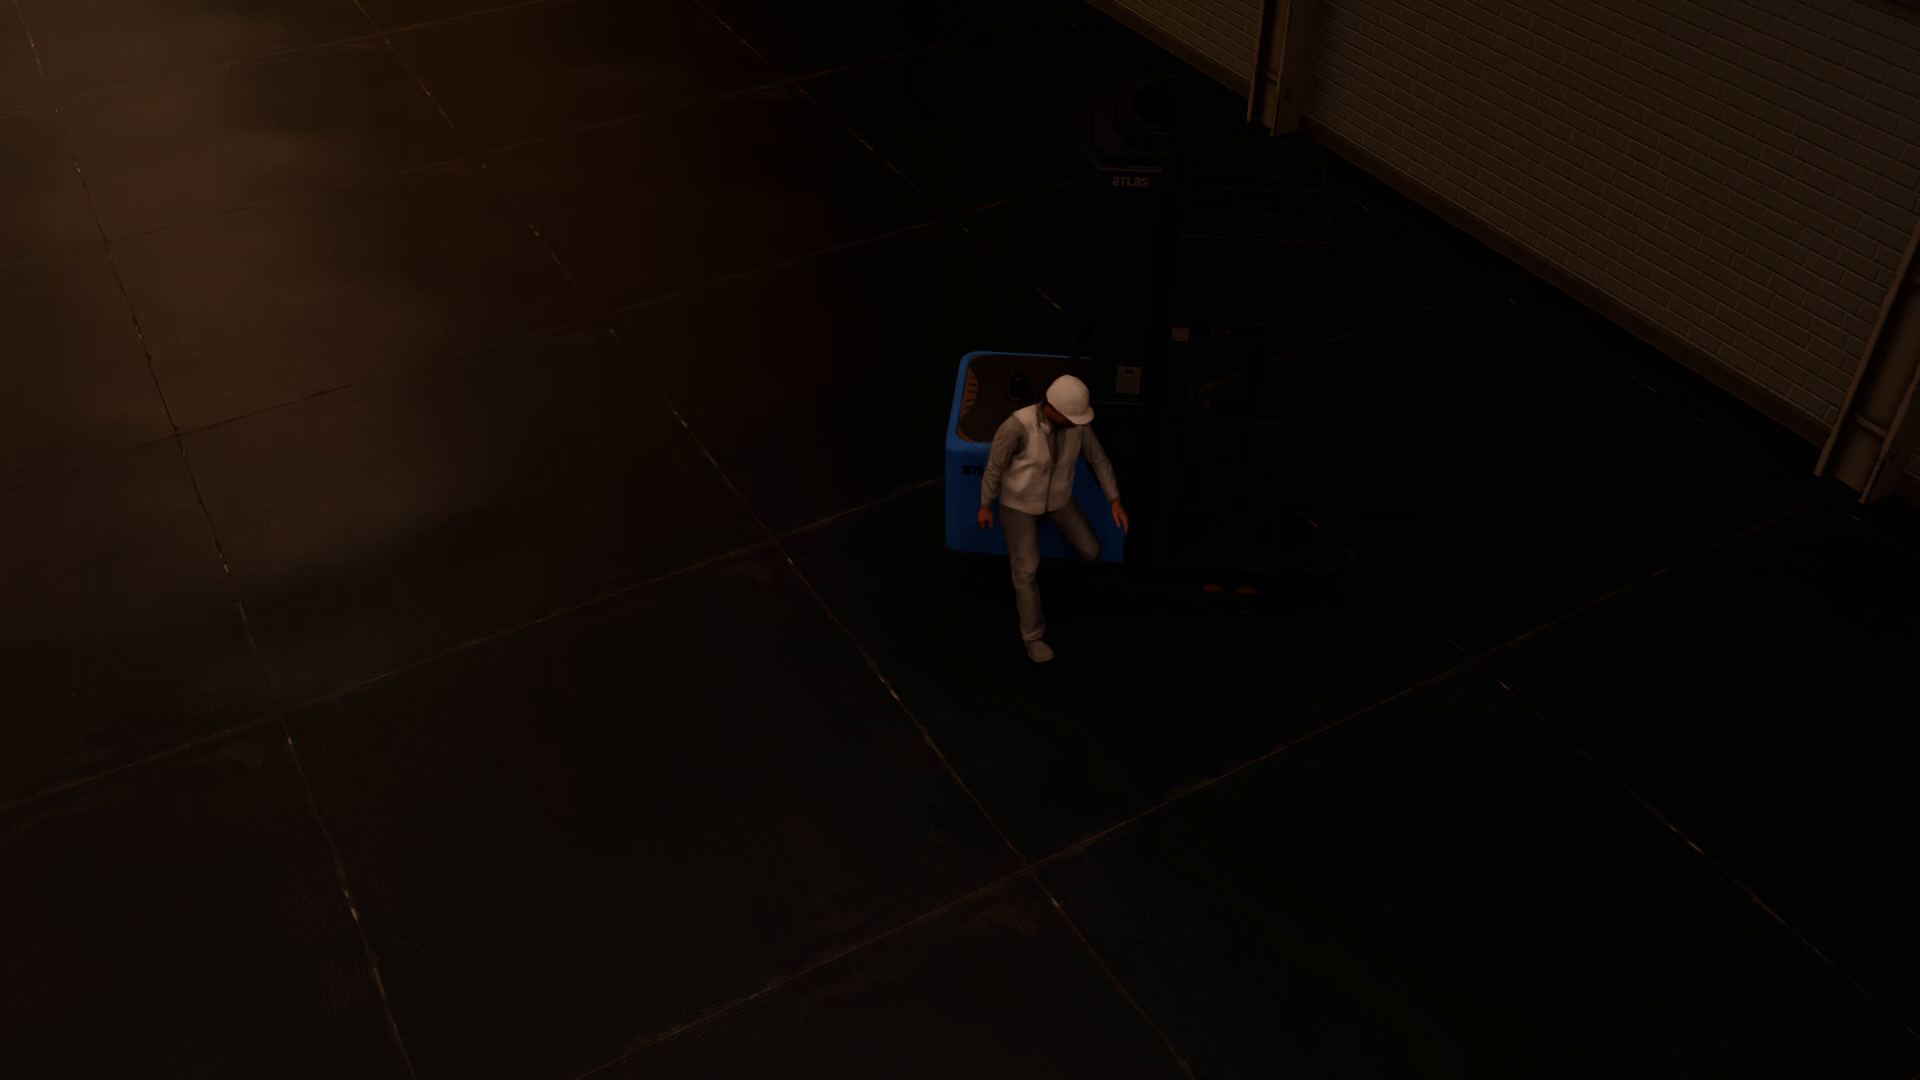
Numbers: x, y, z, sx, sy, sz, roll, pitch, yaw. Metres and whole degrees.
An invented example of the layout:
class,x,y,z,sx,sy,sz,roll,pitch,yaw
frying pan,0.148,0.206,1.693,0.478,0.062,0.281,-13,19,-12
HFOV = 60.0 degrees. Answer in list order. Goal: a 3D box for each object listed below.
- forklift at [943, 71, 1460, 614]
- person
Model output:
class,x,y,z,sx,sy,sz,roll,pitch,yaw
forklift,1.452,-1.051,9.303,3.031,2.935,1.130,4,40,5
person,0.563,-0.159,9.227,0.875,1.641,0.918,-14,42,-16
